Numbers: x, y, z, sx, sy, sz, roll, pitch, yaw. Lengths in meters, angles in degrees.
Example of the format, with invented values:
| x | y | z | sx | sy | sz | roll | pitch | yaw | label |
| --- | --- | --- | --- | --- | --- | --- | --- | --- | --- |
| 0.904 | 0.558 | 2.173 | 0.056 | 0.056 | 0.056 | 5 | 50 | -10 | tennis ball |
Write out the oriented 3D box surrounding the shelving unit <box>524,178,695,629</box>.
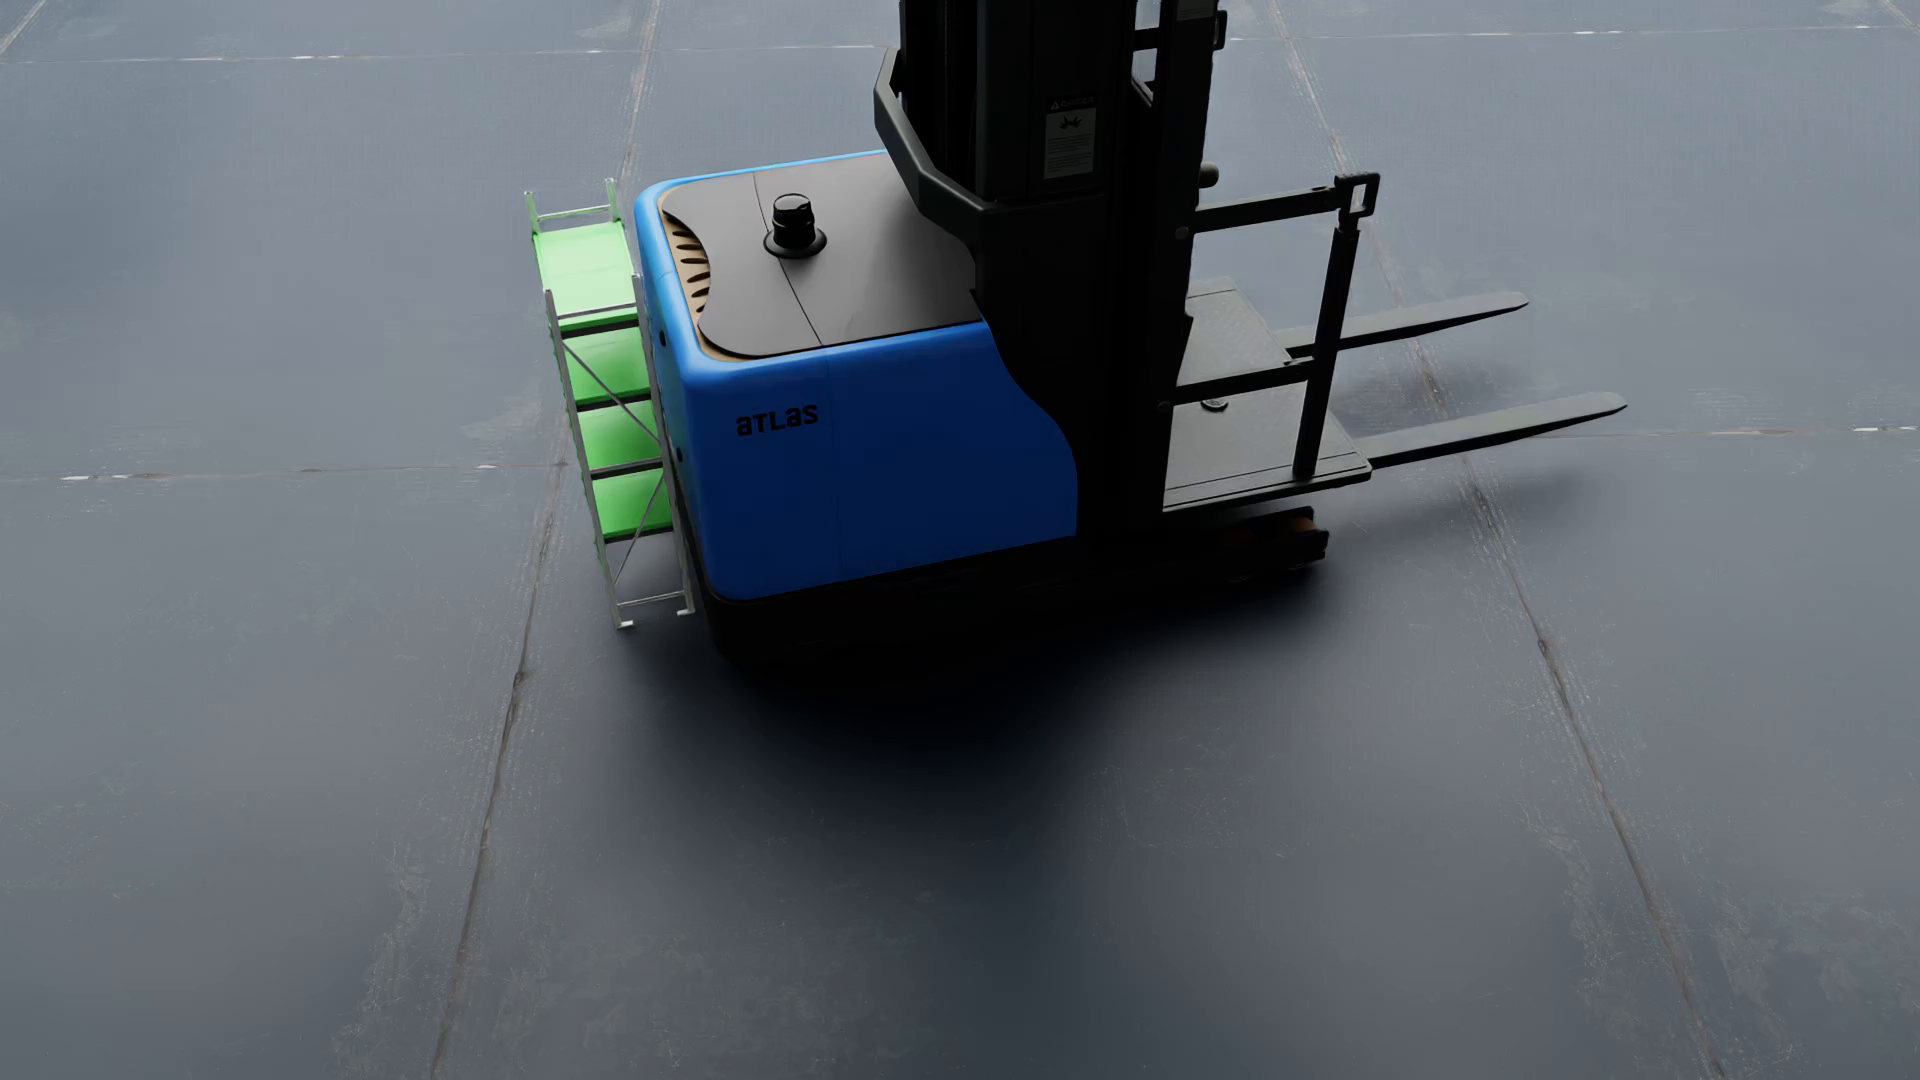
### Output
| x | y | z | sx | sy | sz | roll | pitch | yaw | label |
| --- | --- | --- | --- | --- | --- | --- | --- | --- | --- |
| -0.989 | -0.362 | 4.755 | 0.258 | 1.200 | 0.503 | -12 | 44 | -12 | shelving unit |

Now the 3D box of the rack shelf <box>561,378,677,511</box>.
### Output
| x | y | z | sx | sy | sz | roll | pitch | yaw | label |
| --- | --- | --- | --- | --- | --- | --- | --- | --- | --- |
| -0.988 | -0.315 | 4.799 | 0.258 | 0.148 | 0.480 | -12 | 44 | -12 | rack shelf |

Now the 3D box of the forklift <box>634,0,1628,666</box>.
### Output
| x | y | z | sx | sy | sz | roll | pitch | yaw | label |
| --- | --- | --- | --- | --- | --- | --- | --- | --- | --- |
| 0.625 | -1.284 | 4.481 | 3.031 | 2.935 | 1.130 | -11 | 44 | -12 | forklift |

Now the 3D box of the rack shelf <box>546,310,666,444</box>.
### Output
| x | y | z | sx | sy | sz | roll | pitch | yaw | label |
| --- | --- | --- | --- | --- | --- | --- | --- | --- | --- |
| -0.990 | -0.492 | 4.636 | 0.258 | 0.148 | 0.480 | -12 | 44 | -12 | rack shelf |

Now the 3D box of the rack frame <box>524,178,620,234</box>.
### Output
| x | y | z | sx | sy | sz | roll | pitch | yaw | label |
| --- | --- | --- | --- | --- | --- | --- | --- | --- | --- |
| -1.058 | -0.520 | 4.928 | 0.240 | 1.200 | 0.015 | -12 | 44 | -12 | rack frame |

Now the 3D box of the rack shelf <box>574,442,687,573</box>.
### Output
| x | y | z | sx | sy | sz | roll | pitch | yaw | label |
| --- | --- | --- | --- | --- | --- | --- | --- | --- | --- |
| -0.986 | -0.139 | 4.961 | 0.258 | 0.148 | 0.480 | -12 | 44 | -12 | rack shelf |

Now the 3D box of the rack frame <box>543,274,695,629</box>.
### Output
| x | y | z | sx | sy | sz | roll | pitch | yaw | label |
| --- | --- | --- | --- | --- | --- | --- | --- | --- | --- |
| -0.920 | -0.204 | 4.583 | 0.240 | 1.200 | 0.015 | -12 | 44 | -12 | rack frame |

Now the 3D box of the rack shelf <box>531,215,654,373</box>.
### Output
| x | y | z | sx | sy | sz | roll | pitch | yaw | label |
| --- | --- | --- | --- | --- | --- | --- | --- | --- | --- |
| -0.993 | -0.668 | 4.473 | 0.258 | 0.148 | 0.480 | -12 | 44 | -12 | rack shelf |
